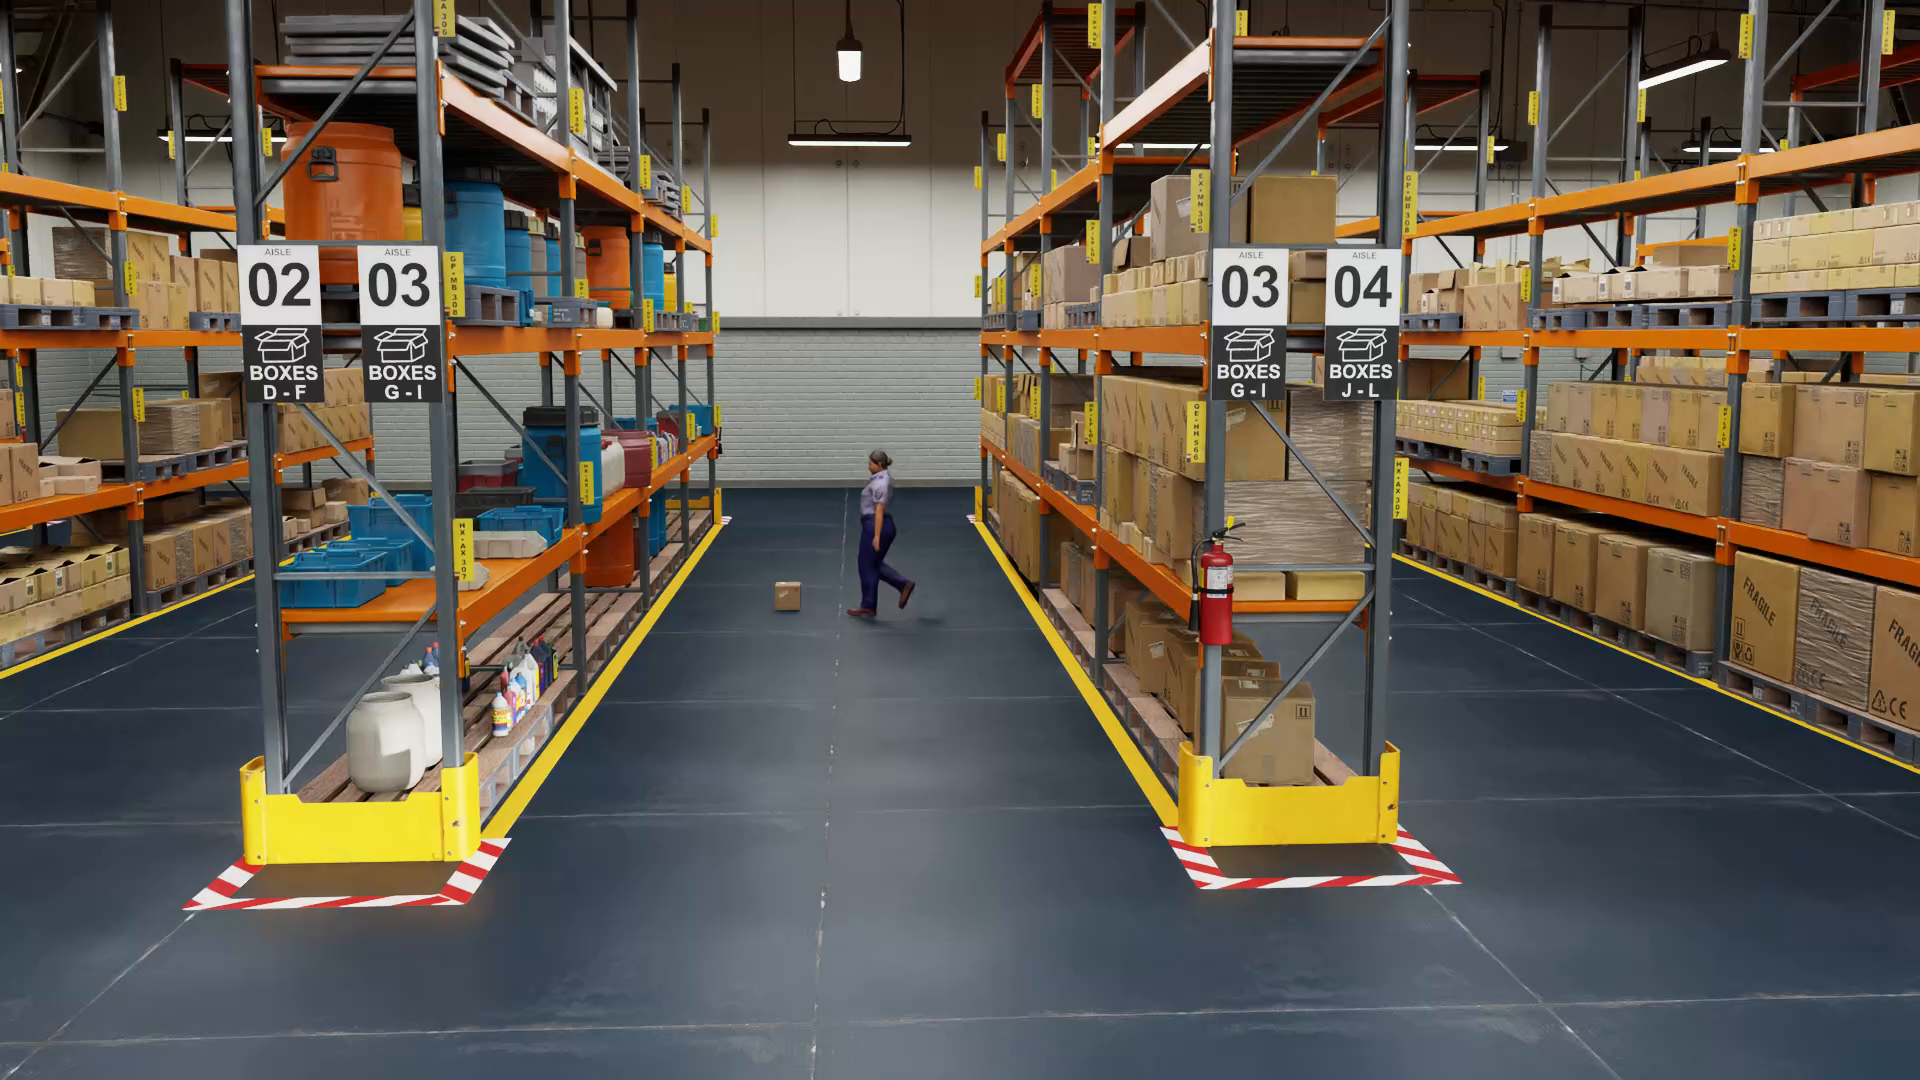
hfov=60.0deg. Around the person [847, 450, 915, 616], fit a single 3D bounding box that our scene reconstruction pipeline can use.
[{"bbox_3d":[-0.778,-0.076,16.349,0.642,1.626,0.509,2,7,13],"label":"person"}]
